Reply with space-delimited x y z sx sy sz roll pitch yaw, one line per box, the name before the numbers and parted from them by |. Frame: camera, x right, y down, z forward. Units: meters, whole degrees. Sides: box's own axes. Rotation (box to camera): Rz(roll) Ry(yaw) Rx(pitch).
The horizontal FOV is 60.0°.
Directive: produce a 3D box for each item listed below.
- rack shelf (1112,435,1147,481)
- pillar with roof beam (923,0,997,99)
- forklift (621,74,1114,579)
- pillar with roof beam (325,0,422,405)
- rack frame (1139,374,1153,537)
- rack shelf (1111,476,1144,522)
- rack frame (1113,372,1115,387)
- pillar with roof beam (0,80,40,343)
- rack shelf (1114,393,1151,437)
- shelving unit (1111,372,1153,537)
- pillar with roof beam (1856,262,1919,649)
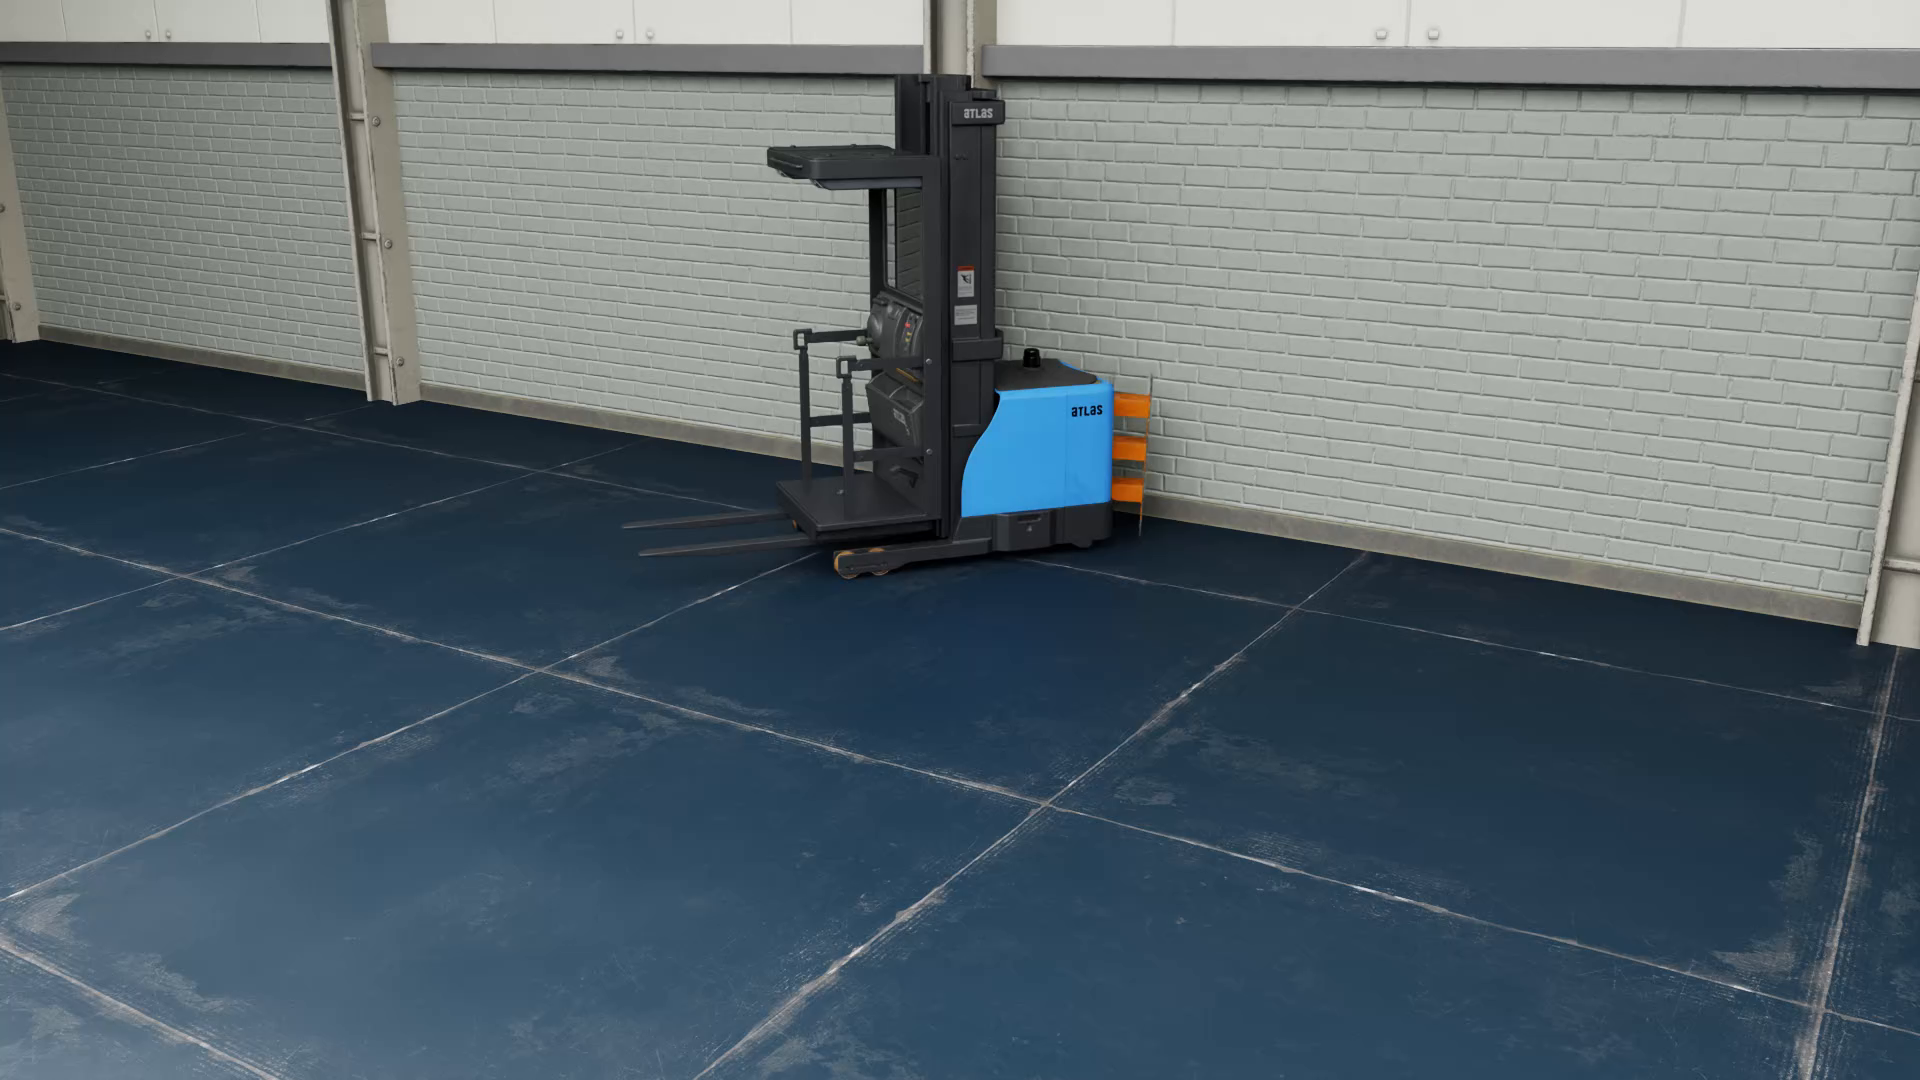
rack shelf | 1.094 -0.548 10.890 0.240 0.259 0.215 4 16 5
pillar with roof beam | -2.253 -3.596 7.237 0.400 9.000 9.100 10 20 30
forklift | -0.587 -1.340 10.250 3.031 2.935 1.130 -6 18 -19
pillar with roof beam | -7.366 -4.509 10.241 0.400 9.000 9.100 10 20 30
rack frame | 1.216 -0.549 10.877 0.008 1.050 0.200 4 16 5
rack shelf | 1.081 -0.281 10.968 0.240 0.259 0.215 4 16 5
rack frame | 0.973 -0.567 10.897 0.008 1.050 0.200 4 16 5
pillar with roof beam | -12.478 -5.421 13.246 0.400 9.000 9.100 10 20 30
rack shelf | 1.108 -0.820 10.811 0.240 0.259 0.215 4 16 5
shelving unit | 1.095 -0.558 10.887 0.252 1.050 0.215 4 16 5
pillar with roof beam | 2.860 -2.683 4.232 0.400 9.000 9.100 10 20 30
